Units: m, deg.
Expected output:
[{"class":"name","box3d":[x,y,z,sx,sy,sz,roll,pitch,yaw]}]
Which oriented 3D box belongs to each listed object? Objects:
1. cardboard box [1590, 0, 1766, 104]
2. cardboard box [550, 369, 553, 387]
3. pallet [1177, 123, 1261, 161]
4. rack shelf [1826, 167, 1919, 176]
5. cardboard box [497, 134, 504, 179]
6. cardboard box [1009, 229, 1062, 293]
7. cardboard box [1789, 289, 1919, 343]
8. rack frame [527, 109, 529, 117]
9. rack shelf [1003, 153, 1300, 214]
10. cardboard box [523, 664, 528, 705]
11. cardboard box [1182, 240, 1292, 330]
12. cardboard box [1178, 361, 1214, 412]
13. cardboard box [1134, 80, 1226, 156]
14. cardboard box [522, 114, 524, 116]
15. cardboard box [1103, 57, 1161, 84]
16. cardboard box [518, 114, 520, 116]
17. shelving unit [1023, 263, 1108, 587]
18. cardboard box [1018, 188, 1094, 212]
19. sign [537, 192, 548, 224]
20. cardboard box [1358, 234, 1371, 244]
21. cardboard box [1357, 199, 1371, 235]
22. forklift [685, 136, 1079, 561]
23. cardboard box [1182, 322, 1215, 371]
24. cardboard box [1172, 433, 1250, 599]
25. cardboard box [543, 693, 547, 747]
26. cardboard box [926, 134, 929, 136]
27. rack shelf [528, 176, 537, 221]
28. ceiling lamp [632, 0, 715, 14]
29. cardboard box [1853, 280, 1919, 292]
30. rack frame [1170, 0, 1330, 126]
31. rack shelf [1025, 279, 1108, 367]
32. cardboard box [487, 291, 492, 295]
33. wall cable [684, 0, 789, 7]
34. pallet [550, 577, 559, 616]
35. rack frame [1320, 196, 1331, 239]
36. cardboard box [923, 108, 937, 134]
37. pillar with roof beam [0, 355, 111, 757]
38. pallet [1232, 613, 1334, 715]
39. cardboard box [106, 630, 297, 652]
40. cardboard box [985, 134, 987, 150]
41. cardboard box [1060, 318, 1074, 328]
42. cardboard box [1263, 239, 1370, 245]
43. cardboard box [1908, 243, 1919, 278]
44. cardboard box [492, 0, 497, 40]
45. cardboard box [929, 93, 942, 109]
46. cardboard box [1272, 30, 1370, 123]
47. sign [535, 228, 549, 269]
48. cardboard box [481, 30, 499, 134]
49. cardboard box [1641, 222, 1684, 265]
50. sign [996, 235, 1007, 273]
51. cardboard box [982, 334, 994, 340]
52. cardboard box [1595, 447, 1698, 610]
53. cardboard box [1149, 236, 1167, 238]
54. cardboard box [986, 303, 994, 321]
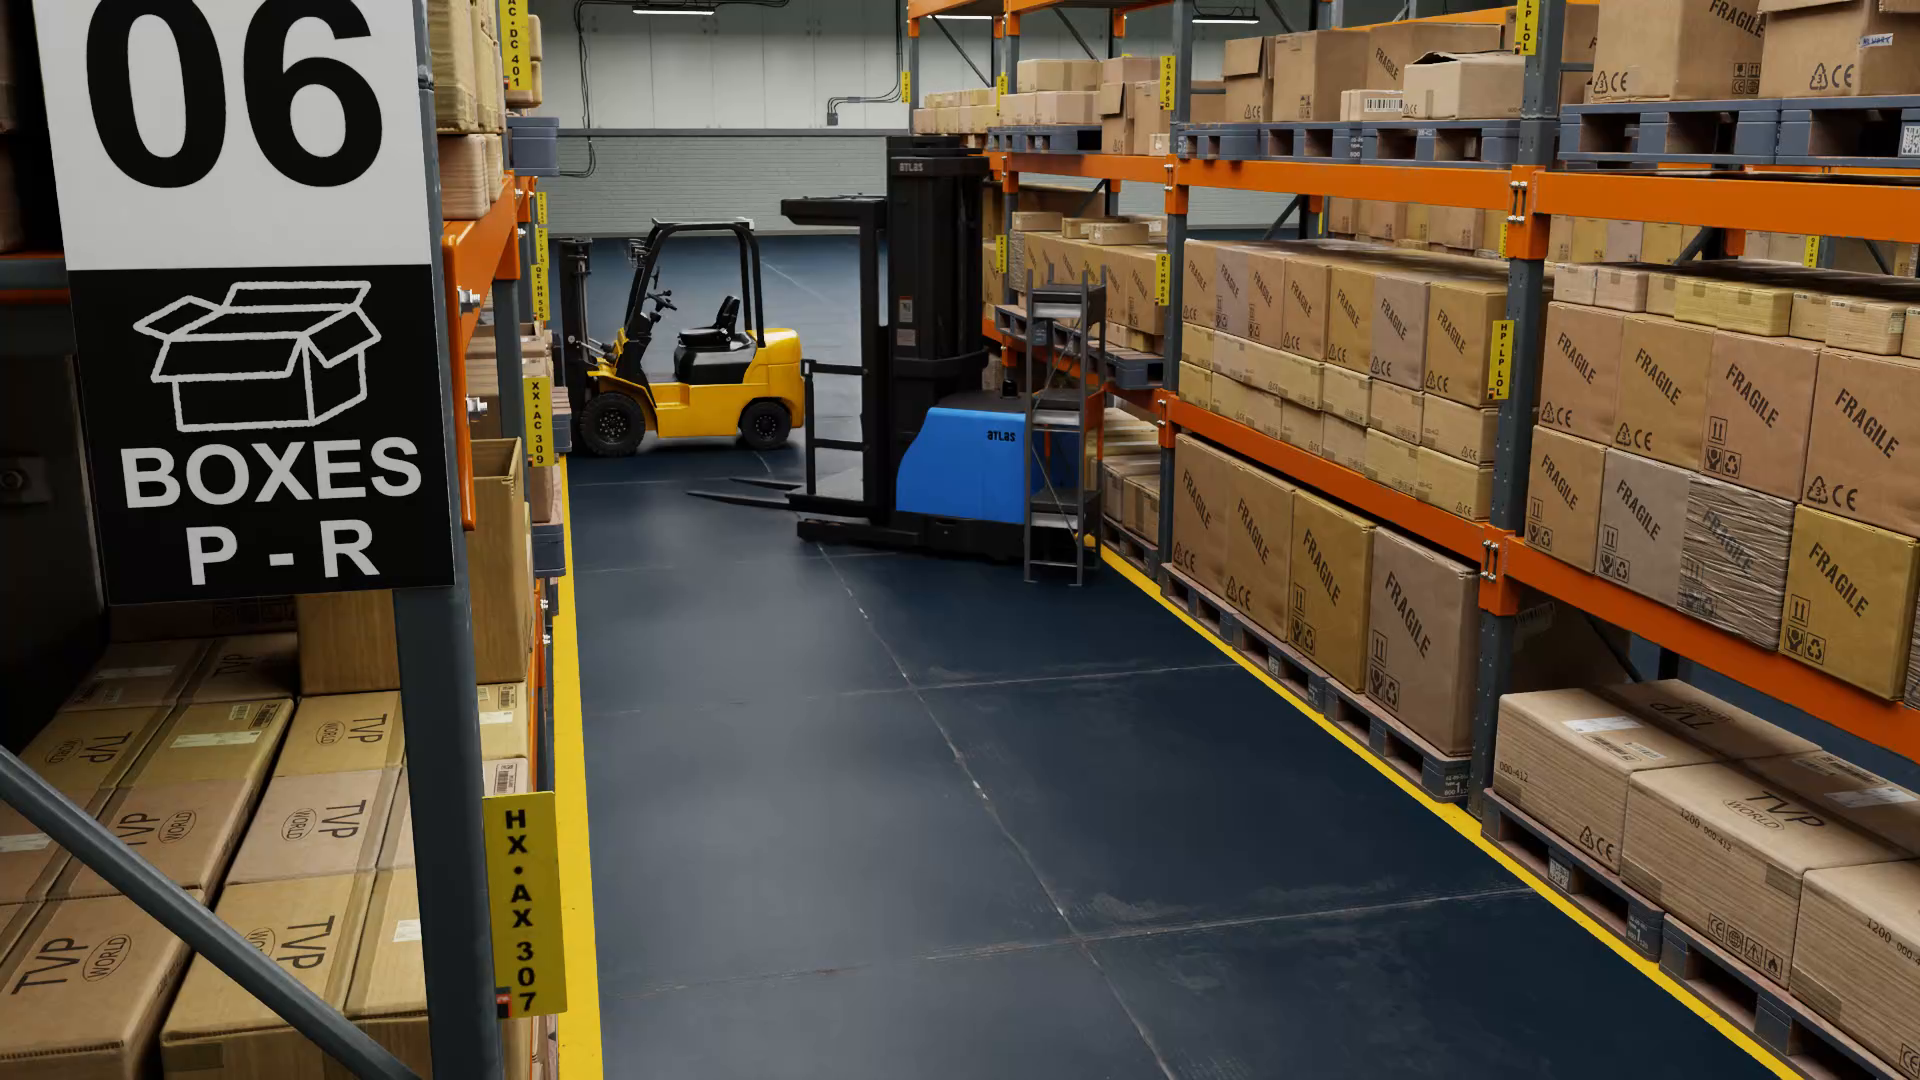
[{"class":"cardboard box","box3d":[2.700,-1.864,6.109,0.500,0.500,0.500,-3,14,-12]},{"class":"cardboard box","box3d":[-3.745,-1.304,14.246,0.500,0.250,0.500,-4,14,-14]},{"class":"pallet","box3d":[2.030,-2.395,9.989,1.213,0.211,1.003,-3,14,-11]},{"class":"rack shelf","box3d":[7.084,-2.121,9.984,1.077,0.370,4.000,-3,14,-13]},{"class":"cardboard box","box3d":[-1.686,-1.244,5.407,0.380,0.149,0.250,-3,14,-14]},{"class":"cardboard box","box3d":[0.719,-2.371,14.090,0.500,0.500,0.500,-3,14,-12]},{"class":"cardboard box","box3d":[2.937,-0.723,5.382,0.380,0.149,0.250,-3,14,-13]},{"class":"rack frame","box3d":[-3.937,-4.735,12.848,1.000,3.000,0.127,-3,14,-13]},{"class":"rack shelf","box3d":[1.357,-2.745,12.536,1.077,0.370,4.000,-3,14,-13]},{"class":"cardboard box","box3d":[-1.465,0.288,4.619,0.500,0.250,0.500,-3,14,-14]},{"class":"cardboard box","box3d":[1.705,-1.582,10.266,0.500,0.500,0.500,-4,14,-15]},{"class":"cardboard box","box3d":[1.697,-0.976,10.417,0.500,0.250,0.500,-4,14,-14]},{"class":"cardboard box","box3d":[1.614,-2.900,11.448,0.700,0.500,0.500,-3,14,-13]},{"class":"cardboard box","box3d":[-3.146,-2.948,10.546,0.700,0.500,0.500,-4,14,-14]},{"class":"cardboard box","box3d":[1.408,-3.569,12.771,0.500,0.250,0.500,-3,14,-12]},{"class":"cardboard box","box3d":[-2.641,-2.177,9.015,0.500,0.250,0.500,-4,14,-15]},{"class":"shelving unit","box3d":[0.708,-0.777,11.183,0.431,2.100,0.503,5,14,18]},{"class":"cardboard box","box3d":[0.896,-3.010,15.482,0.700,0.500,0.500,-3,14,-13]},{"class":"sign","box3d":[-4.345,-3.448,17.282,0.100,0.325,0.005,-3,14,-13]},{"class":"cardboard box","box3d":[5.017,-3.184,18.825,0.875,0.550,0.550,-3,14,-13]},{"class":"cardboard box","box3d":[5.004,-3.708,18.694,0.875,0.550,0.550,-3,14,-13]},{"class":"forklift","box3d":[-0.646,-1.491,12.356,3.031,2.935,1.130,7,15,25]},{"class":"cardboard box","box3d":[1.706,-1.215,10.342,0.500,0.250,0.500,-3,14,-14]},{"class":"cardboard box","box3d":[1.908,-0.183,10.450,0.875,0.875,0.875,-3,14,-14]},{"class":"cardboard box","box3d":[-2.200,0.673,7.733,0.500,0.500,0.500,-4,14,-15]},{"class":"cardboard box","box3d":[-0.141,-4.206,17.532,0.380,0.149,0.250,-4,14,-15]},{"class":"rack shelf","box3d":[-3.467,-2.467,11.400,1.077,0.370,4.000,-3,14,-13]},{"class":"ceiling lamp","box3d":[-7.110,-14.577,40.831,2.000,3.185,0.800,-3,14,-13]},{"class":"cardboard box","box3d":[3.324,-0.811,5.741,0.380,0.149,0.250,-3,14,-14]},{"class":"rack frame","box3d":[1.827,-4.090,10.207,1.000,3.000,0.127,-3,14,-13]},{"class":"rack shelf","box3d":[0.708,-1.444,11.021,0.431,0.518,0.480,5,14,18]},{"class":"cardboard box","box3d":[-3.009,-1.531,10.794,0.380,0.149,0.250,-3,14,-13]},{"class":"wall cable","box3d":[-6.403,-16.599,47.725,3.097,2.526,0.112,-3,14,-13]},{"class":"pallet","box3d":[-3.153,0.264,10.900,1.003,0.211,1.213,-3,14,-13]},{"class":"rack frame","box3d":[4.736,-3.320,19.697,1.000,3.000,0.127,-3,14,-13]},{"class":"cardboard box","box3d":[-0.084,-4.302,17.086,0.500,0.250,0.500,-3,14,-14]},{"class":"pillar with roof beam","box3d":[1.414,-2.919,5.413,9.100,9.000,0.400,-3,14,-13]},{"class":"pallet","box3d":[2.222,0.646,9.338,1.003,0.211,1.213,-3,14,-13]},{"class":"cardboard box","box3d":[-1.960,0.317,4.499,0.500,0.250,0.500,-3,14,-12]},{"class":"cardboard box","box3d":[0.446,-3.671,15.343,0.380,0.149,0.250,-4,14,-15]},{"class":"cardboard box","box3d":[0.989,-1.733,12.844,0.380,0.149,0.250,-3,14,-11]},{"class":"cardboard box","box3d":[2.203,-1.605,10.359,0.500,0.500,0.500,-4,14,-15]},{"class":"cardboard box","box3d":[10.475,-2.951,17.348,0.875,0.500,0.500,-3,14,-13]},{"class":"cardboard box","box3d":[-1.705,-1.644,5.151,0.500,0.250,0.500,-3,14,-13]},{"class":"cardboard box","box3d":[-0.107,-4.470,16.931,0.380,0.149,0.250,-3,14,-13]},{"class":"cardboard box","box3d":[2.244,-2.667,9.609,0.700,0.500,0.500,-4,14,-16]},{"class":"sign","box3d":[-3.411,-2.377,13.565,0.100,0.325,0.005,-3,14,-13]},{"class":"cardboard box","box3d":[-1.460,-1.169,4.259,0.500,0.250,0.500,-3,14,-12]},{"class":"cardboard box","box3d":[6.156,-2.466,13.883,0.700,0.500,0.500,-3,14,-14]},{"class":"sign","box3d":[0.362,-2.487,14.462,0.100,0.325,0.005,-3,14,-13]},{"class":"cardboard box","box3d":[0.112,-1.810,16.845,0.500,0.500,0.500,-3,14,-12]},{"class":"cardboard box","box3d":[2.736,-0.062,6.151,0.500,0.500,0.500,-3,14,-13]},{"class":"cardboard box","box3d":[1.452,-2.168,13.258,0.500,0.500,0.500,-3,14,-11]},{"class":"cardboard box","box3d":[0.450,-2.091,15.193,0.380,0.149,0.250,-3,14,-12]}]
